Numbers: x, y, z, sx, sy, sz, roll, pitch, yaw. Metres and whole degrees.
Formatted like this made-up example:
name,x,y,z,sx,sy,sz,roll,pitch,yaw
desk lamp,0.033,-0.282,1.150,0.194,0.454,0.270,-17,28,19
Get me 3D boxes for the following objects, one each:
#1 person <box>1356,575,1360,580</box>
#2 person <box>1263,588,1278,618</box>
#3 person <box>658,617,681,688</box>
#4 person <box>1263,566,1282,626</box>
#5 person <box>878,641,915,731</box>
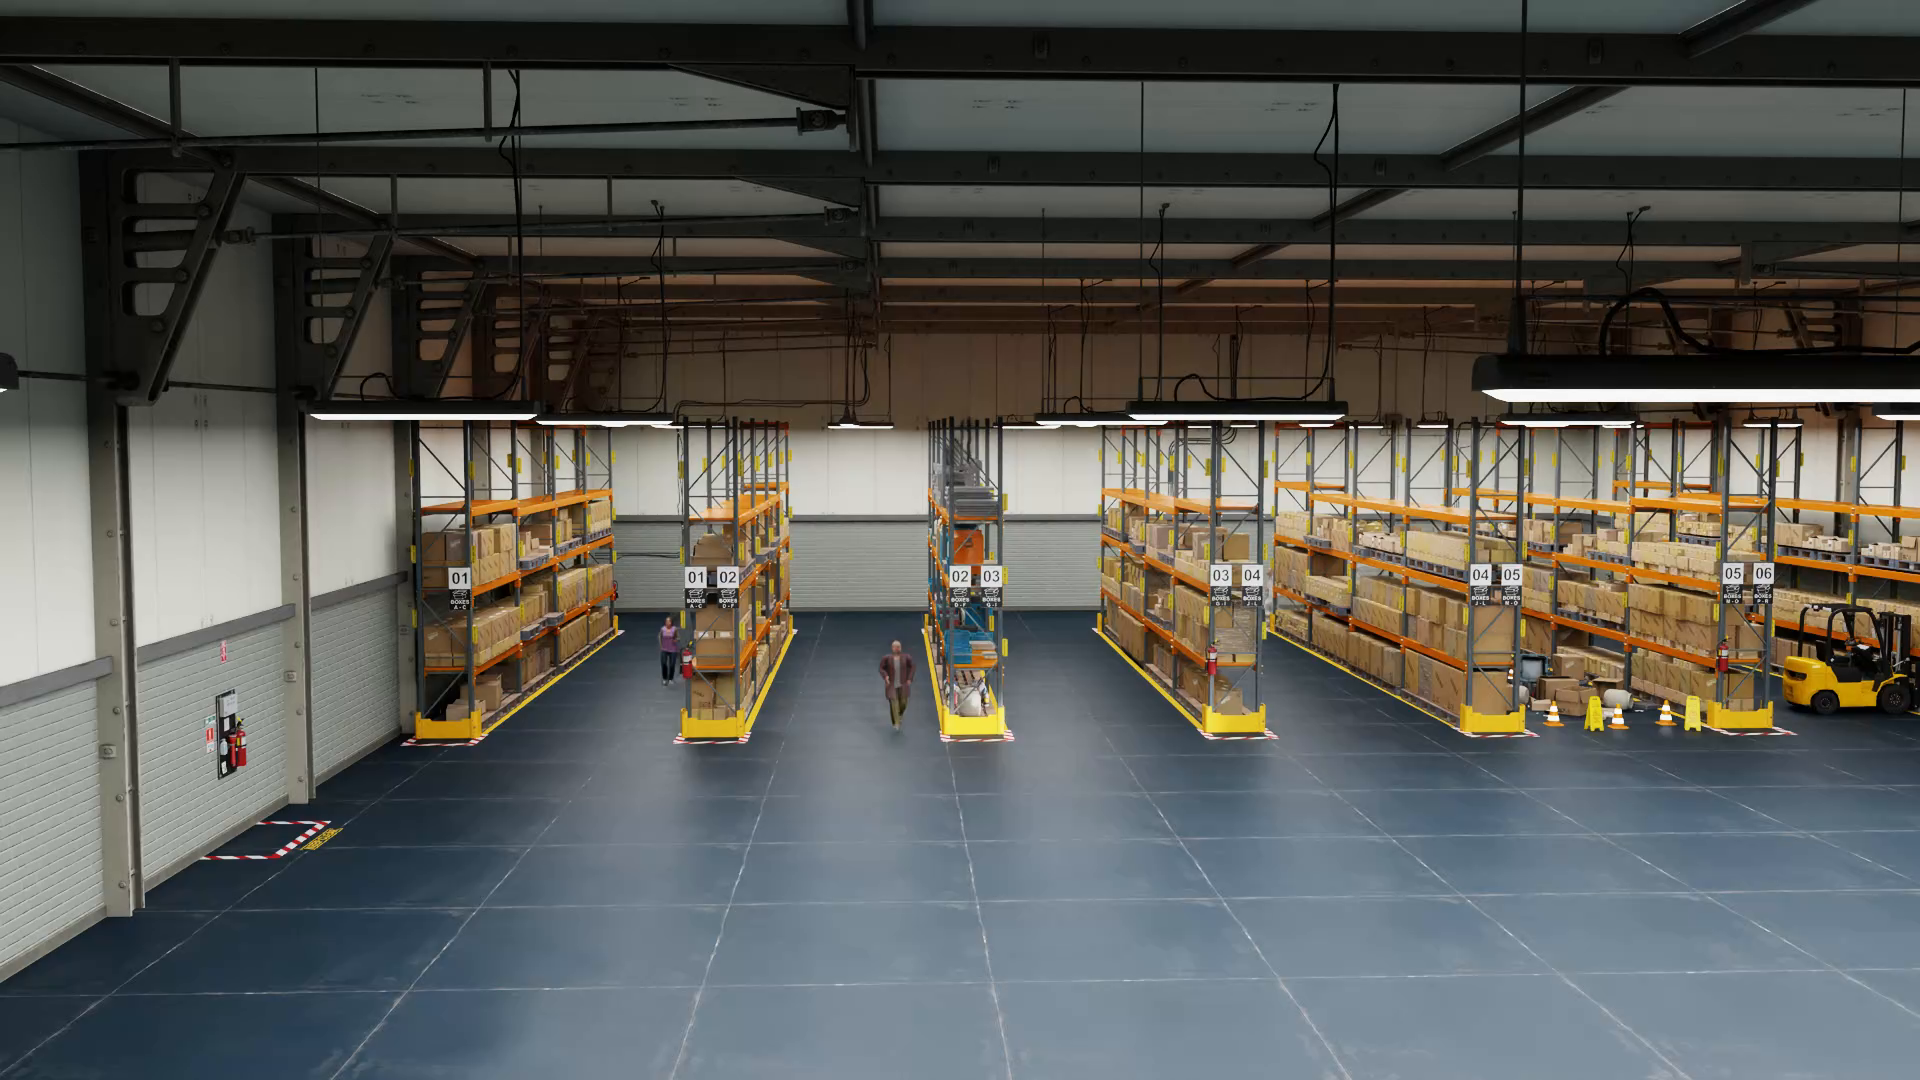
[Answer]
name,x,y,z,sx,sy,sz,roll,pitch,yaw
person,11.304,1.827,47.071,0.615,1.656,0.520,-1,4,-11
person,9.281,1.724,49.262,0.742,1.608,0.567,-2,4,-27
person,-6.507,2.511,37.245,0.529,1.573,0.667,0,4,-3
person,9.219,1.650,48.882,0.836,1.798,0.671,0,4,-7
person,-1.202,2.795,31.748,0.715,1.717,0.597,0,4,-4
